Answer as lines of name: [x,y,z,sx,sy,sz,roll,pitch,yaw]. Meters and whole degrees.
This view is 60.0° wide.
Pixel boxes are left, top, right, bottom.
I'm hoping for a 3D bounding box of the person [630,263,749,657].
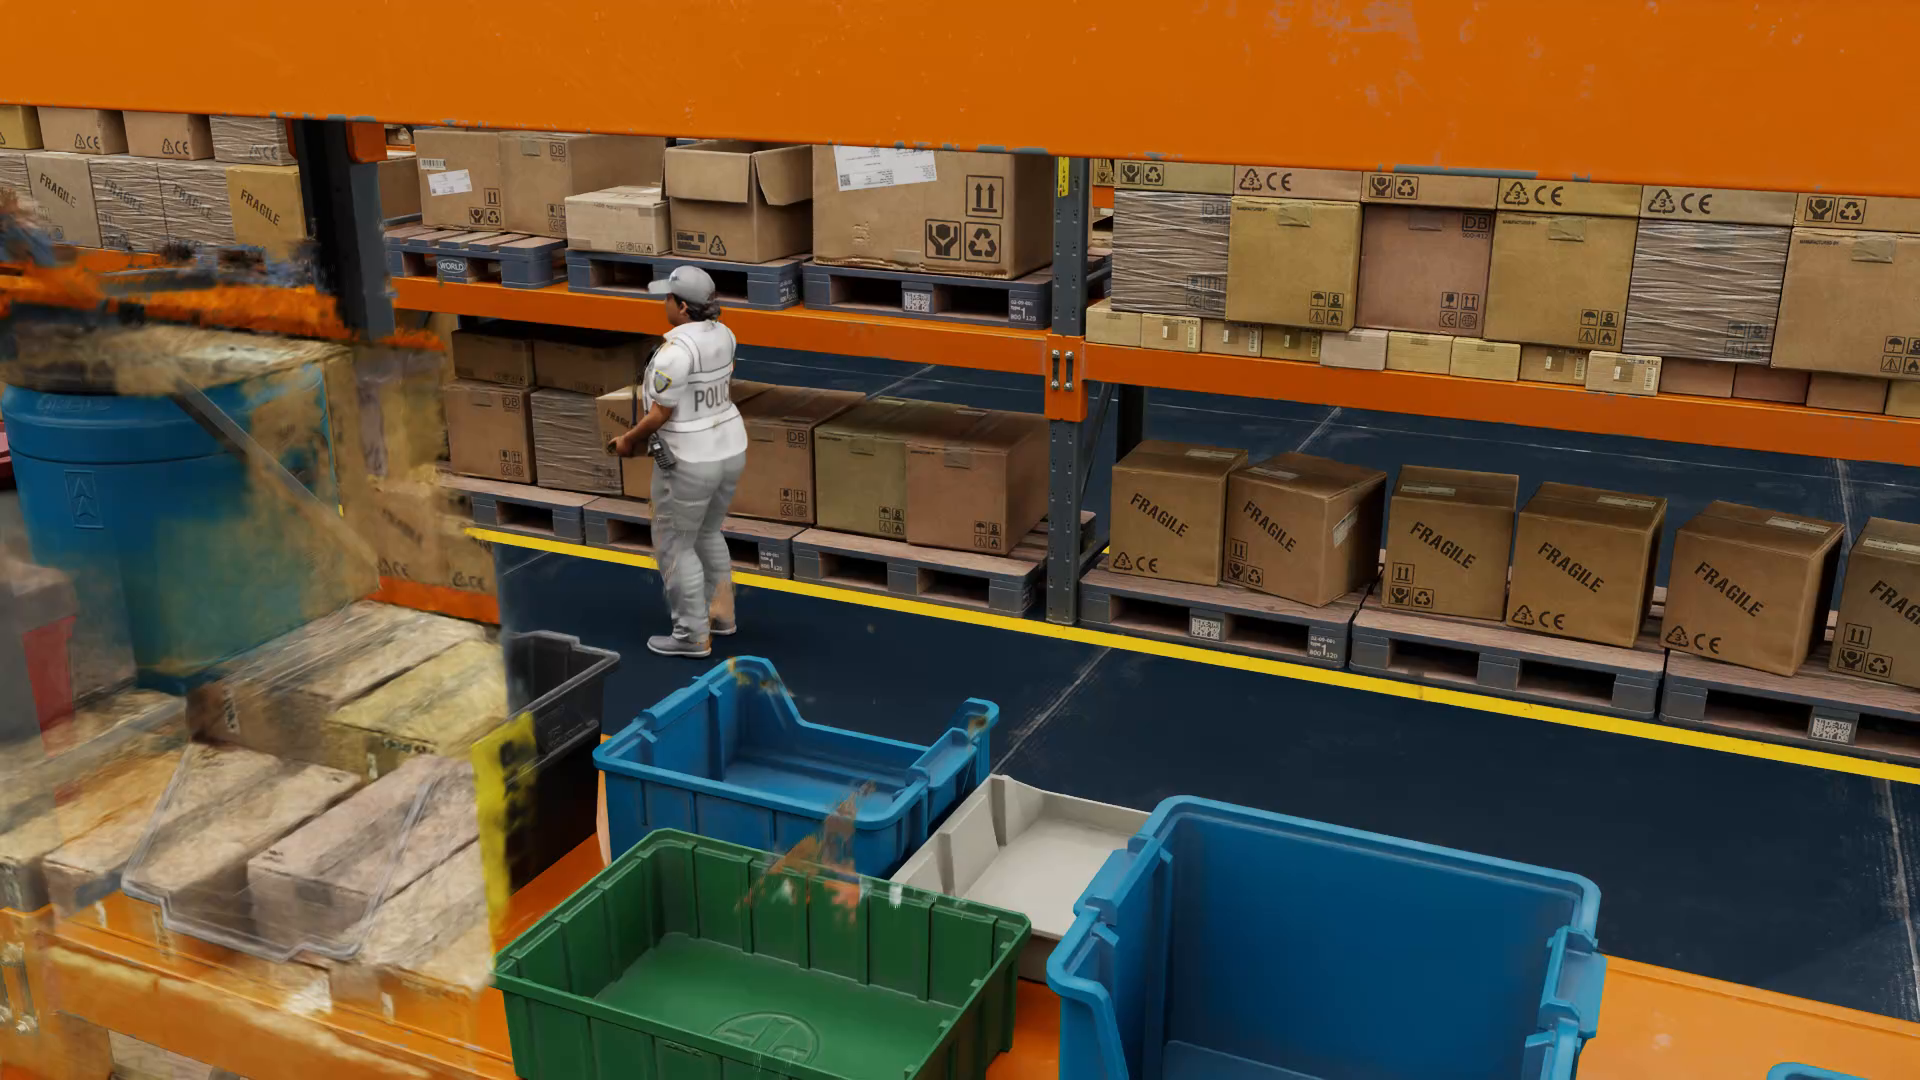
person: [-1.131,-0.338,7.022,0.439,1.670,0.526,8,21,21]
